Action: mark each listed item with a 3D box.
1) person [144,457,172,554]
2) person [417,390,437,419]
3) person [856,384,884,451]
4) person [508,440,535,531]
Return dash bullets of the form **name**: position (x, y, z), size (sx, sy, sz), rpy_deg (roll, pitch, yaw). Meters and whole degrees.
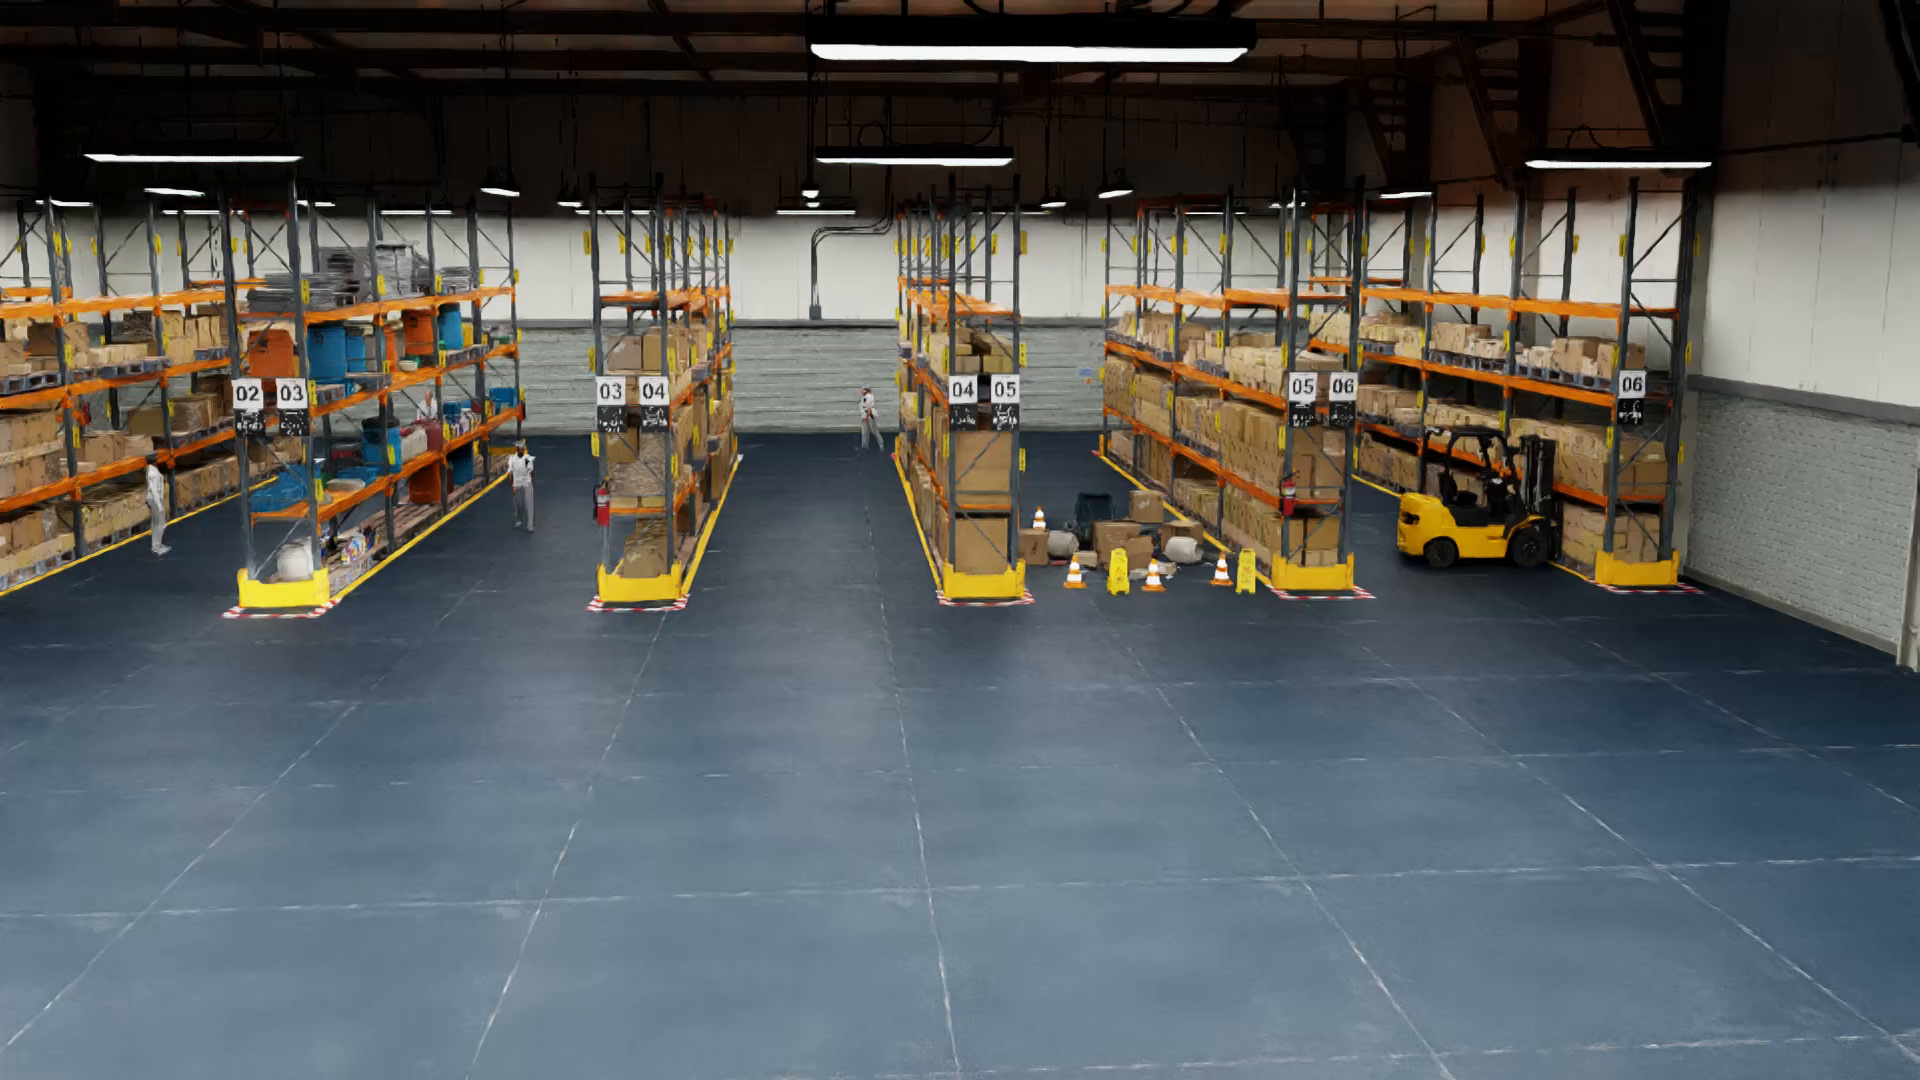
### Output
- **person**: position (-13.302, -0.613, 27.529), size (0.361, 1.712, 0.538), rpy_deg (-6, 12, -31)
- **person**: position (-12.345, -2.605, 38.786), size (0.598, 1.583, 1.193), rpy_deg (0, 10, -2)
- **person**: position (-2.208, -3.021, 41.072), size (0.690, 1.650, 0.509), rpy_deg (-6, 12, -31)
- **person**: position (-7.777, -0.978, 29.495), size (0.448, 1.604, 0.996), rpy_deg (-2, 10, -12)
